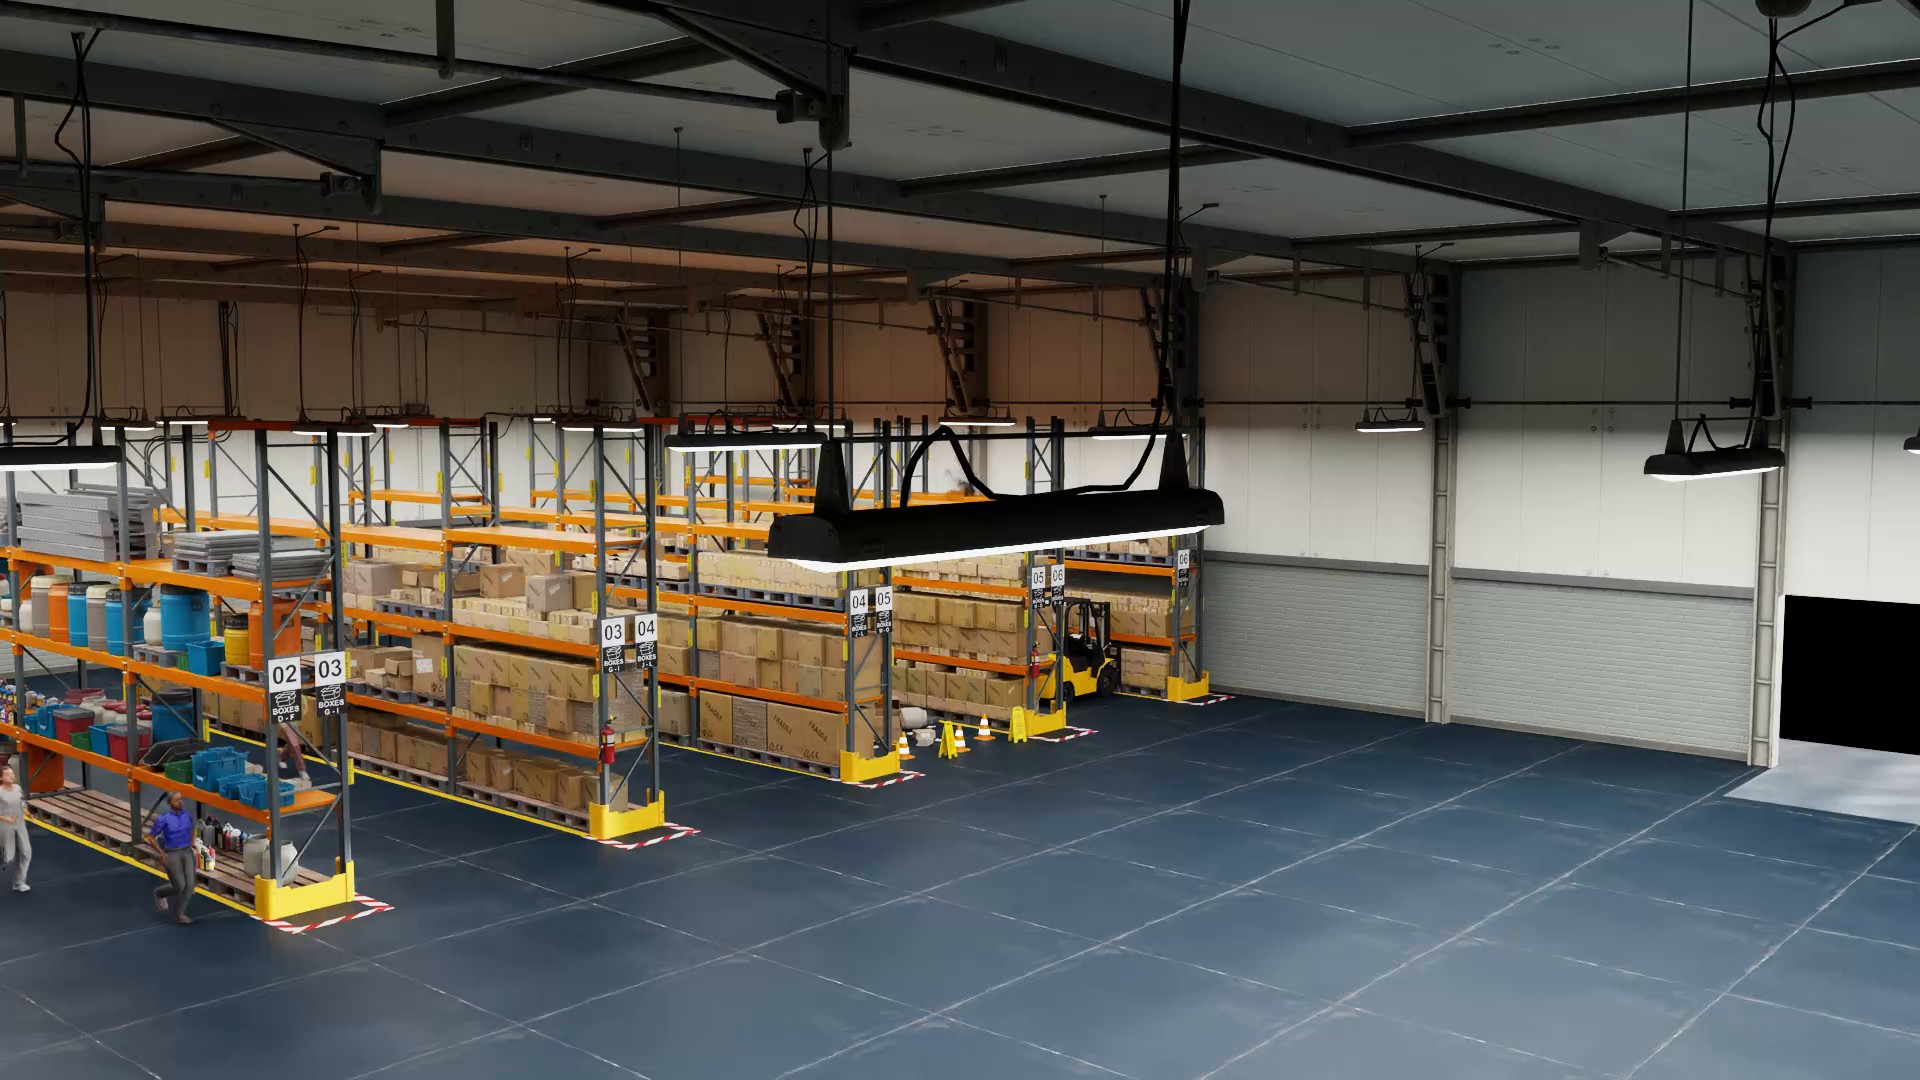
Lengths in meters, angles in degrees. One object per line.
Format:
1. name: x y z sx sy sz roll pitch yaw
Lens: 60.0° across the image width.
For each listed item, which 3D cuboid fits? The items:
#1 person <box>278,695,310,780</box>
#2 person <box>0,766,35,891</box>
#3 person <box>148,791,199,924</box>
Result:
1. person: -11.306 3.165 28.098 1.012 1.674 0.598 4 6 41
2. person: -12.333 3.725 21.567 0.702 1.622 0.568 2 5 25
3. person: -9.554 3.860 20.263 0.558 1.599 0.572 3 6 32
